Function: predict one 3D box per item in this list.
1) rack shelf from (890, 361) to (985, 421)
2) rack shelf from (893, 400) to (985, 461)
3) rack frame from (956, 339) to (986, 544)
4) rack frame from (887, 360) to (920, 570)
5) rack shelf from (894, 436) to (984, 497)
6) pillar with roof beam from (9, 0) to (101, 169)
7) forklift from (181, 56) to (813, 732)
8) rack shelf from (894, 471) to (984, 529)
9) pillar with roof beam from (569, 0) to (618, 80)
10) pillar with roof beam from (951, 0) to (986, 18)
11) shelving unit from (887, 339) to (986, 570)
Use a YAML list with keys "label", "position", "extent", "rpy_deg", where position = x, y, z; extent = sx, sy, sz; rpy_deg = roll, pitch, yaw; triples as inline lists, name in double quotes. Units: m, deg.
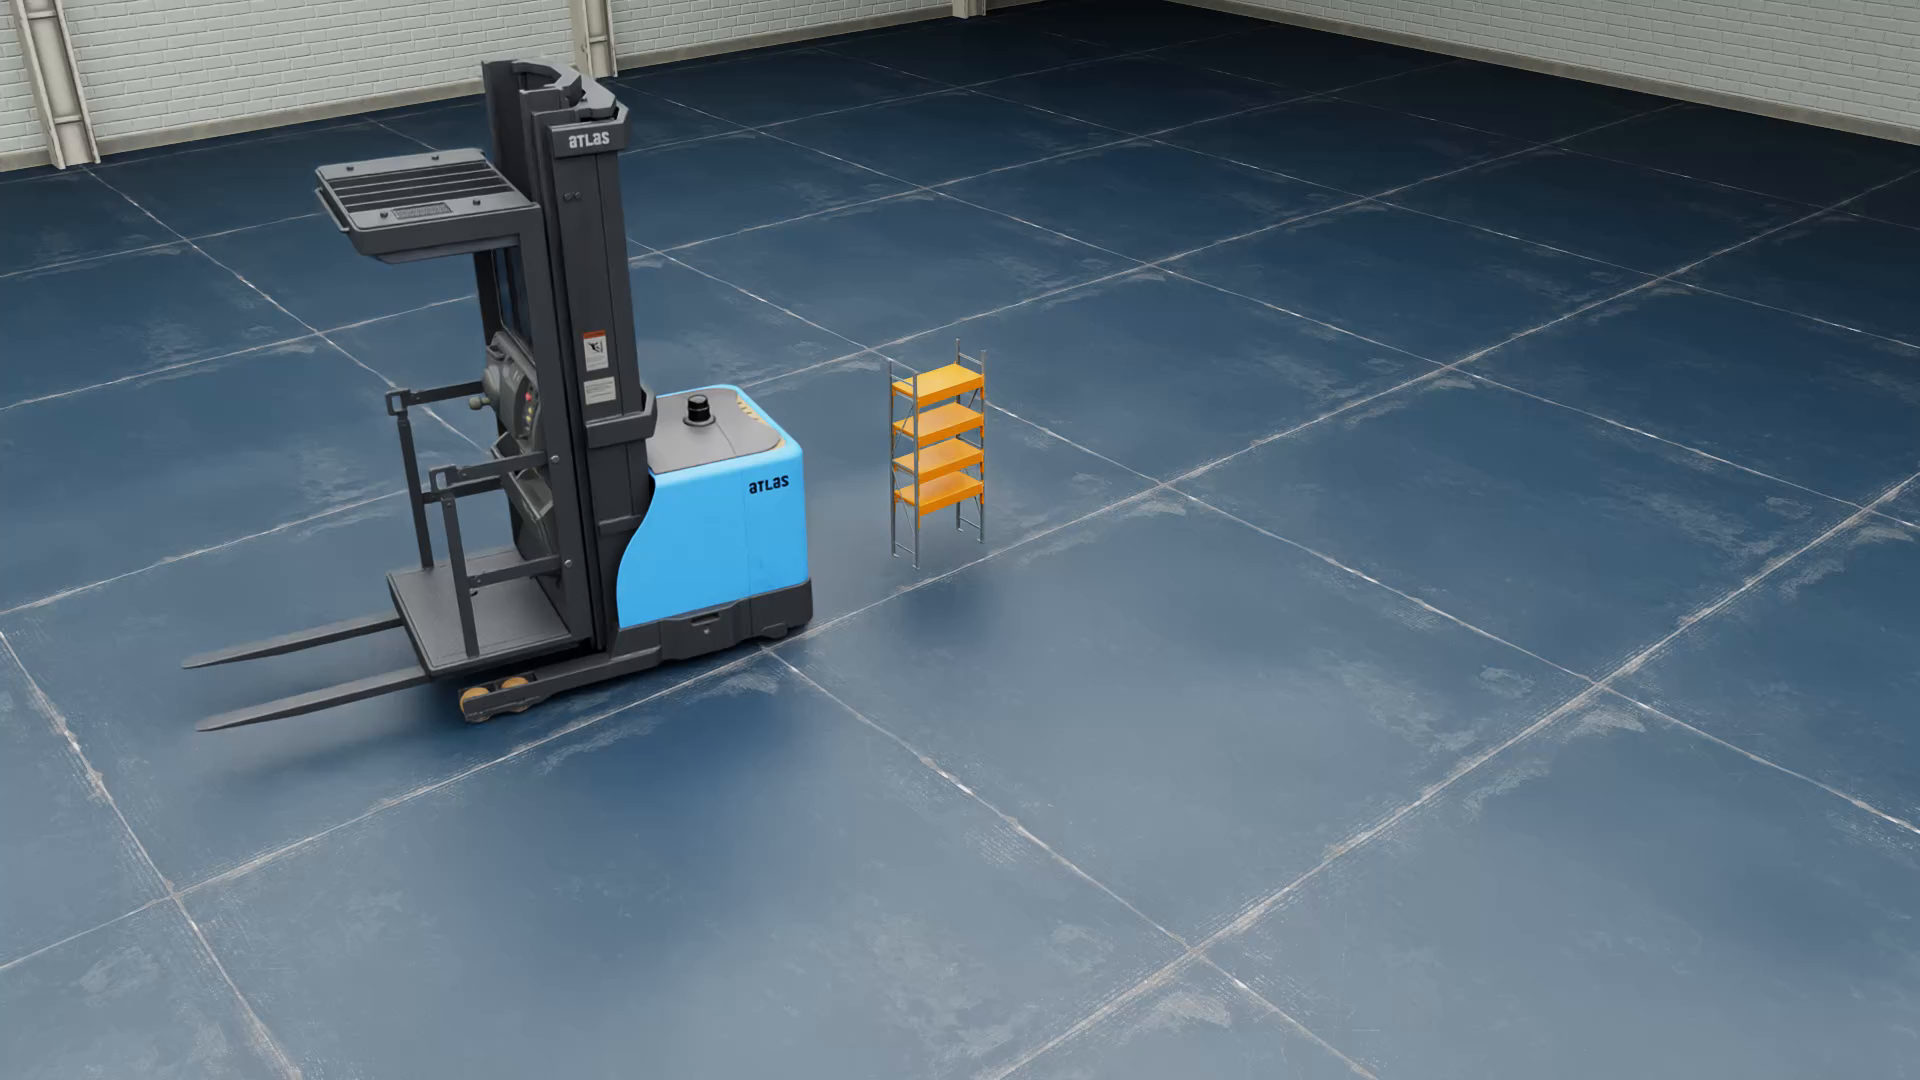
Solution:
- label: "rack shelf"
  position: [-0.126, -0.825, 9.187]
  extent: [0.480, 0.148, 0.258]
  rpy_deg: [-22, 35, -35]
- label: "rack shelf"
  position: [-0.126, -0.616, 9.299]
  extent: [0.480, 0.148, 0.258]
  rpy_deg: [-22, 35, -35]
- label: "rack frame"
  position: [0.060, -0.553, 9.512]
  extent: [0.015, 1.200, 0.240]
  rpy_deg: [-22, 35, -35]
- label: "rack frame"
  position: [-0.312, -0.404, 9.233]
  extent: [0.015, 1.200, 0.240]
  rpy_deg: [-22, 35, -35]
- label: "rack shelf"
  position: [-0.126, -0.419, 9.404]
  extent: [0.480, 0.148, 0.258]
  rpy_deg: [-22, 35, -35]
- label: "pillar with roof beam"
  position: [-6.211, -6.270, 11.935]
  extent: [0.400, 9.000, 9.100]
  rpy_deg: [-22, 35, -35]
- label: "forklift"
  position: [-2.328, -0.691, 7.933]
  extent: [3.031, 2.935, 1.130]
  rpy_deg: [-14, 31, -24]
- label: "rack shelf"
  position: [-0.126, -0.244, 9.498]
  extent: [0.480, 0.148, 0.258]
  rpy_deg: [-22, 35, -35]
- label: "pillar with roof beam"
  position: [-1.647, -8.106, 15.370]
  extent: [0.400, 9.000, 9.100]
  rpy_deg: [-22, 35, -35]
- label: "pillar with roof beam"
  position: [2.918, -9.941, 18.804]
  extent: [0.400, 9.000, 9.100]
  rpy_deg: [-22, 35, -35]
- label: "shelving unit"
  position: [-0.126, -0.479, 9.372]
  extent: [0.503, 1.200, 0.258]
  rpy_deg: [-22, 35, -35]
